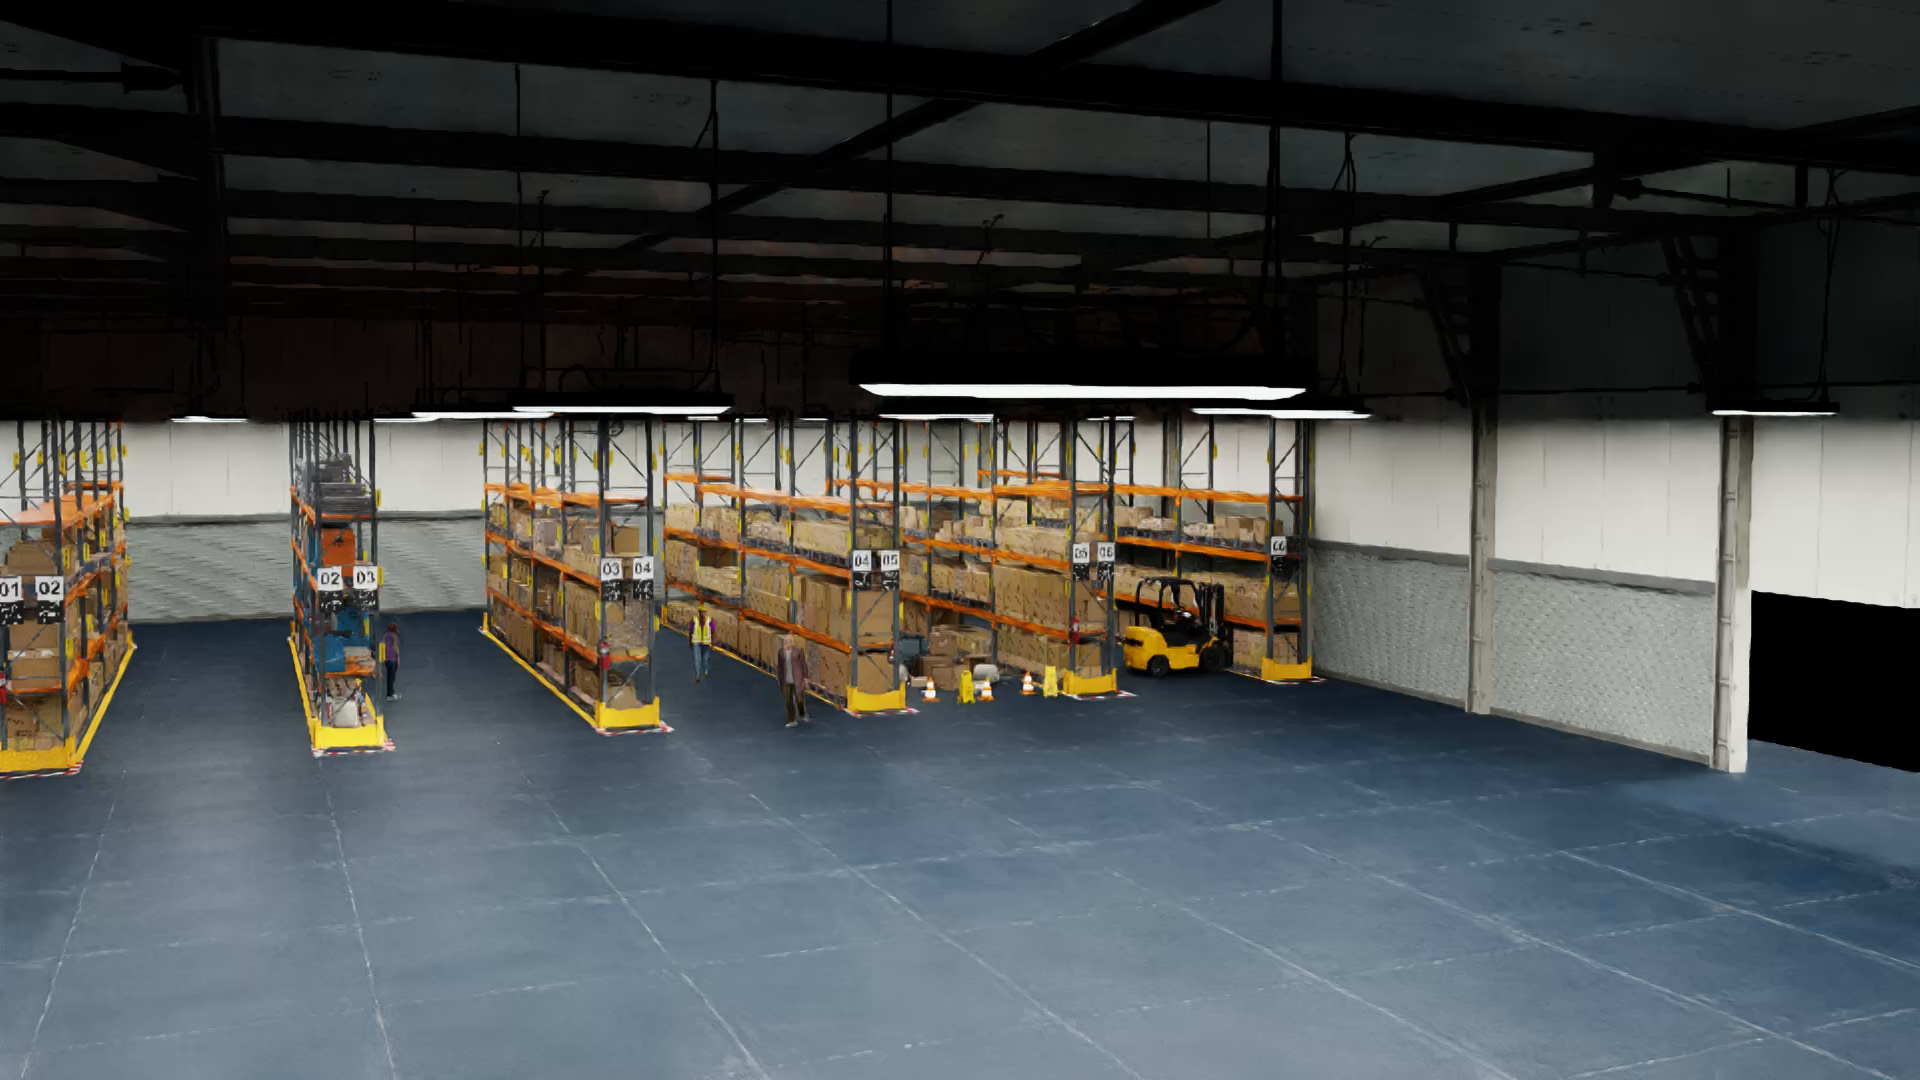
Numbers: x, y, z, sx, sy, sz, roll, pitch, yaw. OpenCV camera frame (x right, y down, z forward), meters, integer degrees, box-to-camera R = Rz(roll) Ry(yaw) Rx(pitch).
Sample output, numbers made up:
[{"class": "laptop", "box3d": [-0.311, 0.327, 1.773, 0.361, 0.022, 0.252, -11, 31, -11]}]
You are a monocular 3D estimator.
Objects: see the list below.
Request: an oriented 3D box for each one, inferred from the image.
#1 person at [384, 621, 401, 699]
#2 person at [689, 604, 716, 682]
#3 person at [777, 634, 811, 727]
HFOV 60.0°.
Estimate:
[{"class": "person", "box3d": [-11.774, 2.508, 34.556, 0.506, 1.565, 0.420, 4, 5, 42]}, {"class": "person", "box3d": [-5.718, 2.272, 36.954, 0.569, 1.708, 1.042, -1, 4, -15]}, {"class": "person", "box3d": [-3.145, 2.636, 31.490, 0.626, 1.773, 0.582, 1, 4, 13]}]
